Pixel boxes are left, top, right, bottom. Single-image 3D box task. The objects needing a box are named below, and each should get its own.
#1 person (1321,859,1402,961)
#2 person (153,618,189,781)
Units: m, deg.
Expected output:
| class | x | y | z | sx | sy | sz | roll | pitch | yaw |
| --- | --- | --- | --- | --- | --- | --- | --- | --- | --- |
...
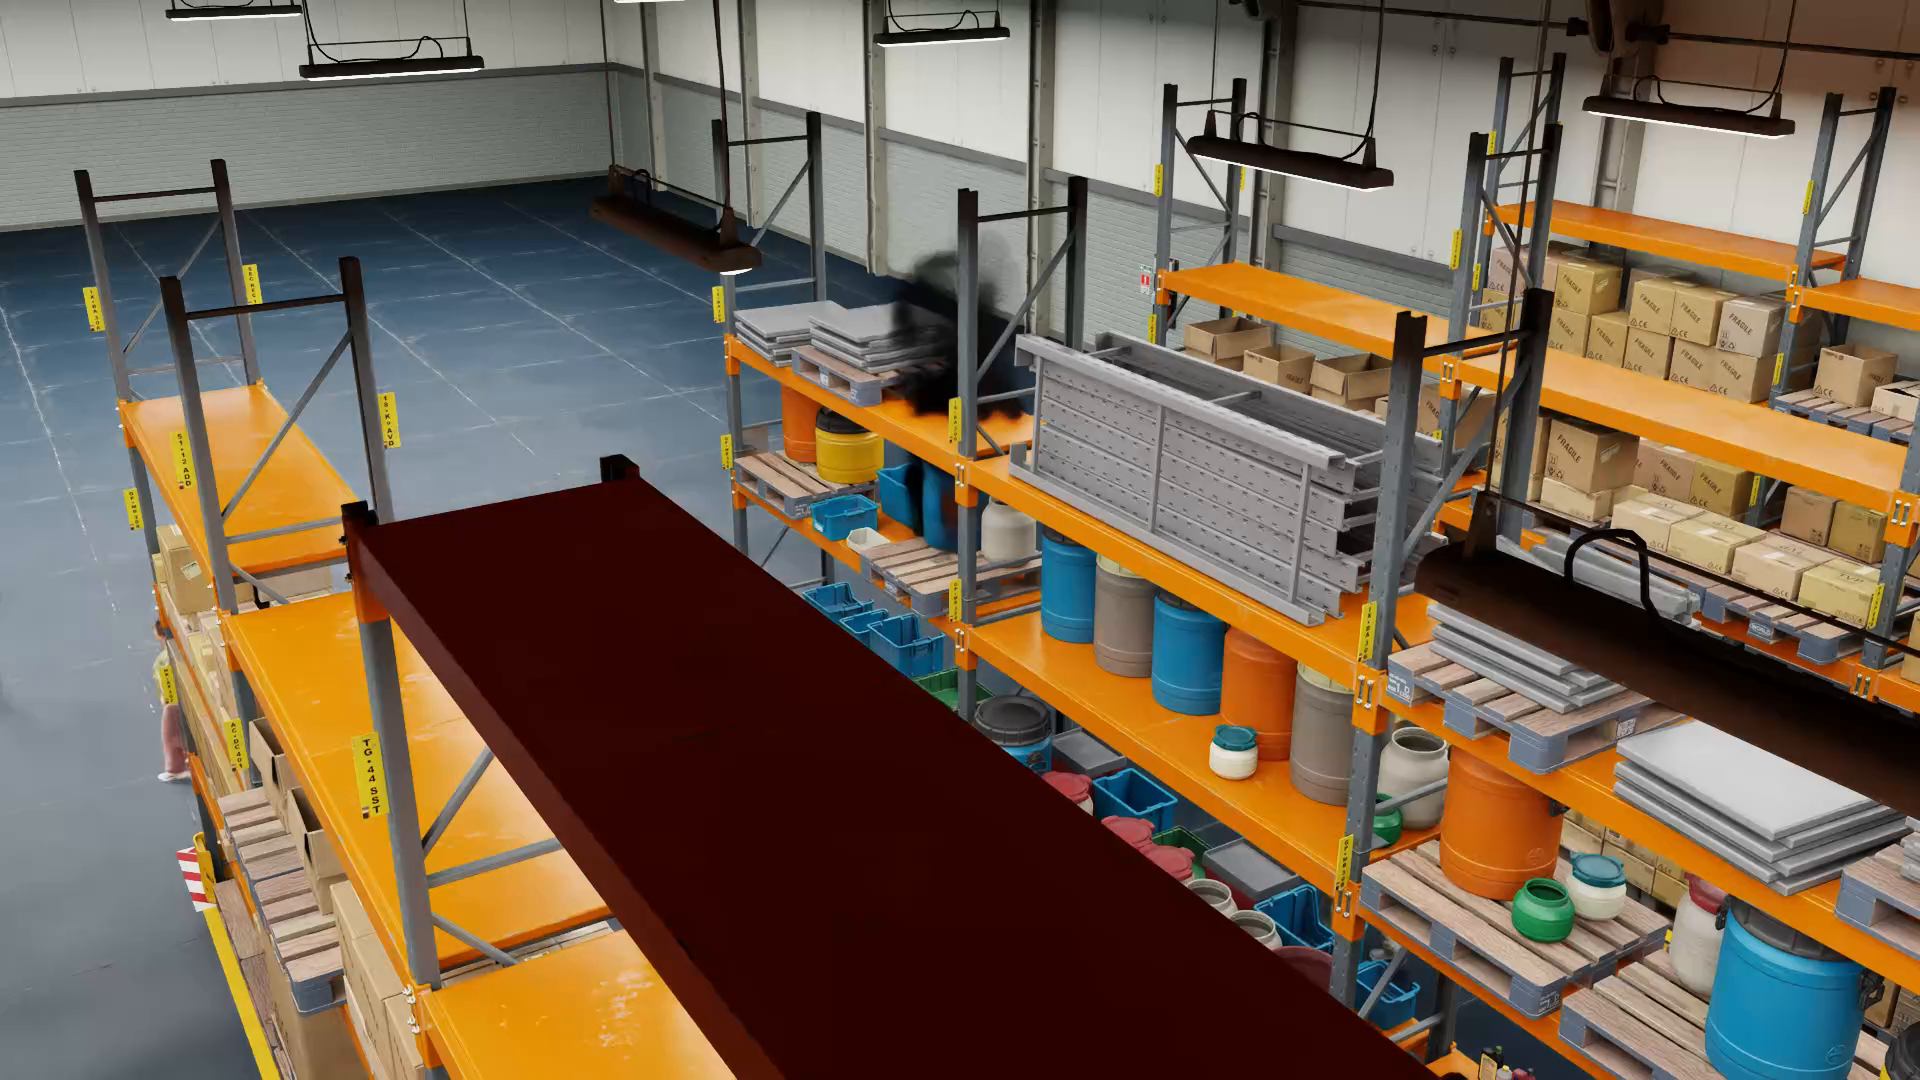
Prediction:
| class | x | y | z | sx | sy | sz | roll | pitch | yaw |
| --- | --- | --- | --- | --- | --- | --- | --- | --- | --- |
| person | 3.151 | 2.526 | 12.893 | 0.588 | 1.730 | 0.757 | -17 | 27 | -36 |
| person | -7.207 | 1.494 | 15.434 | 0.804 | 1.687 | 0.597 | 2 | 22 | 6 |
